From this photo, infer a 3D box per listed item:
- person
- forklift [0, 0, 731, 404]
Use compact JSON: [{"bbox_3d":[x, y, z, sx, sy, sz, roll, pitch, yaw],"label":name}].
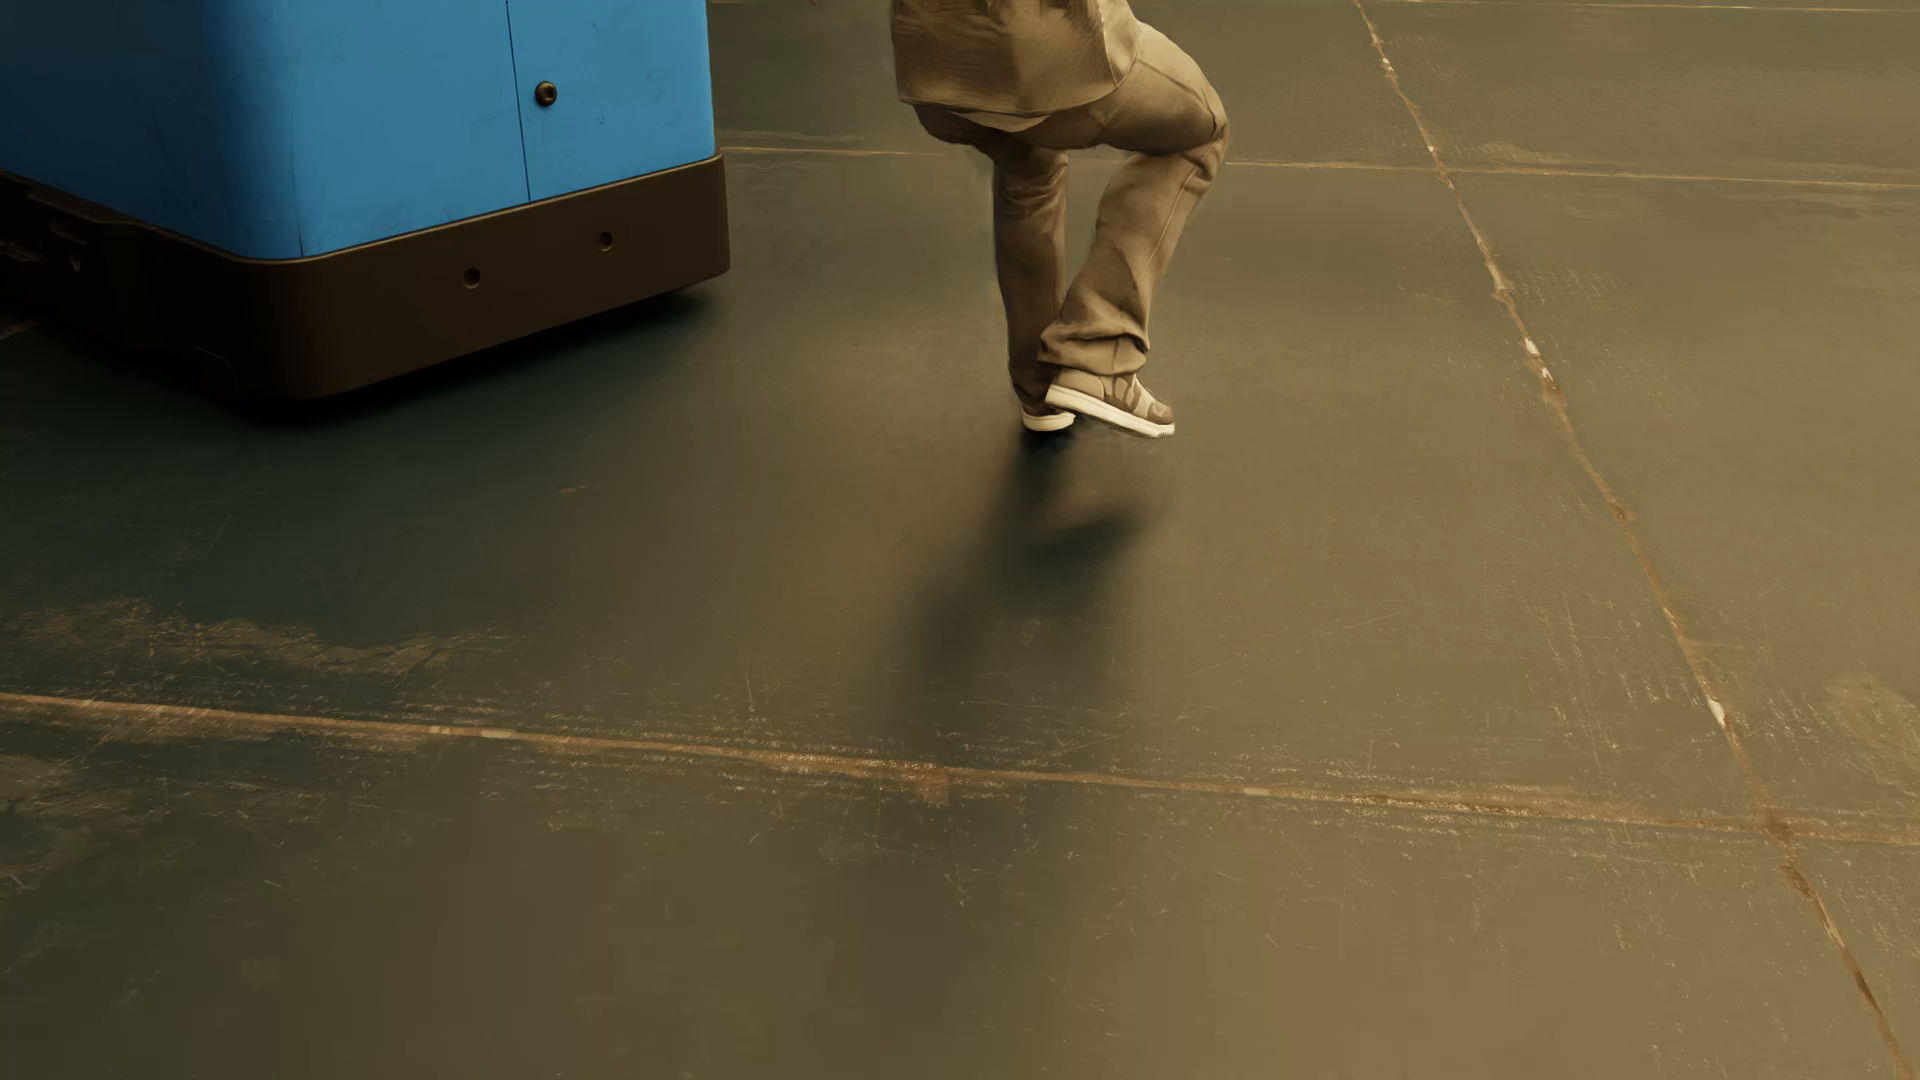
[{"bbox_3d":[0.140,-0.785,2.433,0.960,1.446,0.691,16,31,30],"label":"person"},{"bbox_3d":[-1.933,-2.079,3.384,3.031,2.935,1.130,21,33,35],"label":"forklift"}]
